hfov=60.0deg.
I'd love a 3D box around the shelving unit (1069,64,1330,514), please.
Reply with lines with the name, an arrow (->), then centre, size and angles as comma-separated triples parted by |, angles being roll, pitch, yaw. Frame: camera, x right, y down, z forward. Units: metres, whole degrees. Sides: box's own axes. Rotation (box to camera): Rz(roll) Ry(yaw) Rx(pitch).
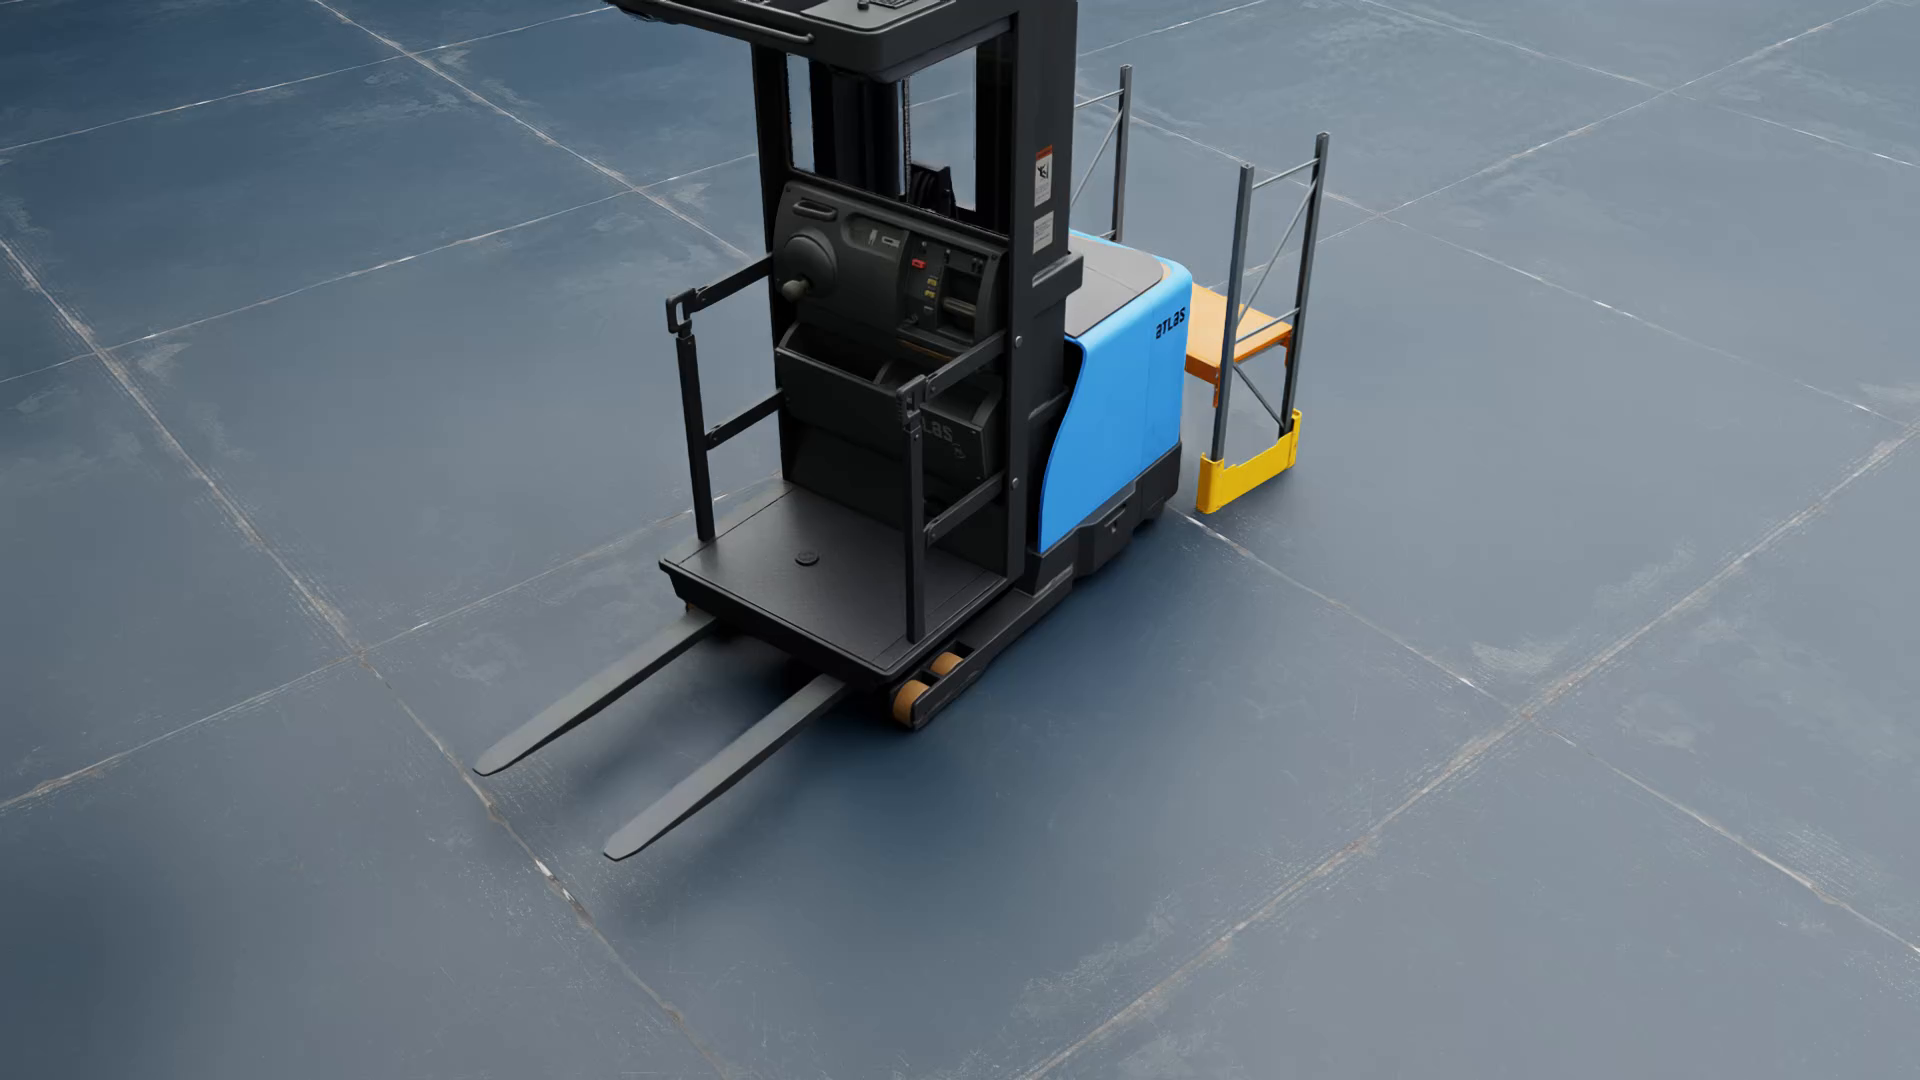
shelving unit -> 0.882, -1.061, 6.950 | 0.587, 1.500, 1.083 | -28, 44, -34

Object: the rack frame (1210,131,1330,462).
rack frame -> 1.221, -0.849, 6.651 | 0.500, 1.500, 0.032 | -28, 44, -34

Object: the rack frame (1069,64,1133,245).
rack frame -> 0.530, -1.280, 7.260 | 0.500, 1.500, 0.032 | -28, 44, -34

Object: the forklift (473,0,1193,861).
forklift -> -0.383, -0.861, 5.430 | 1.130, 2.935, 3.031 | 24, 42, 30

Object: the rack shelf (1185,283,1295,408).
rack shelf -> 0.875, -0.918, 7.059 | 0.538, 0.185, 1.000 | -28, 44, -34

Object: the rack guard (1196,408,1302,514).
rack guard -> 1.220, -0.340, 7.013 | 0.587, 0.250, 0.087 | -28, 44, -34
